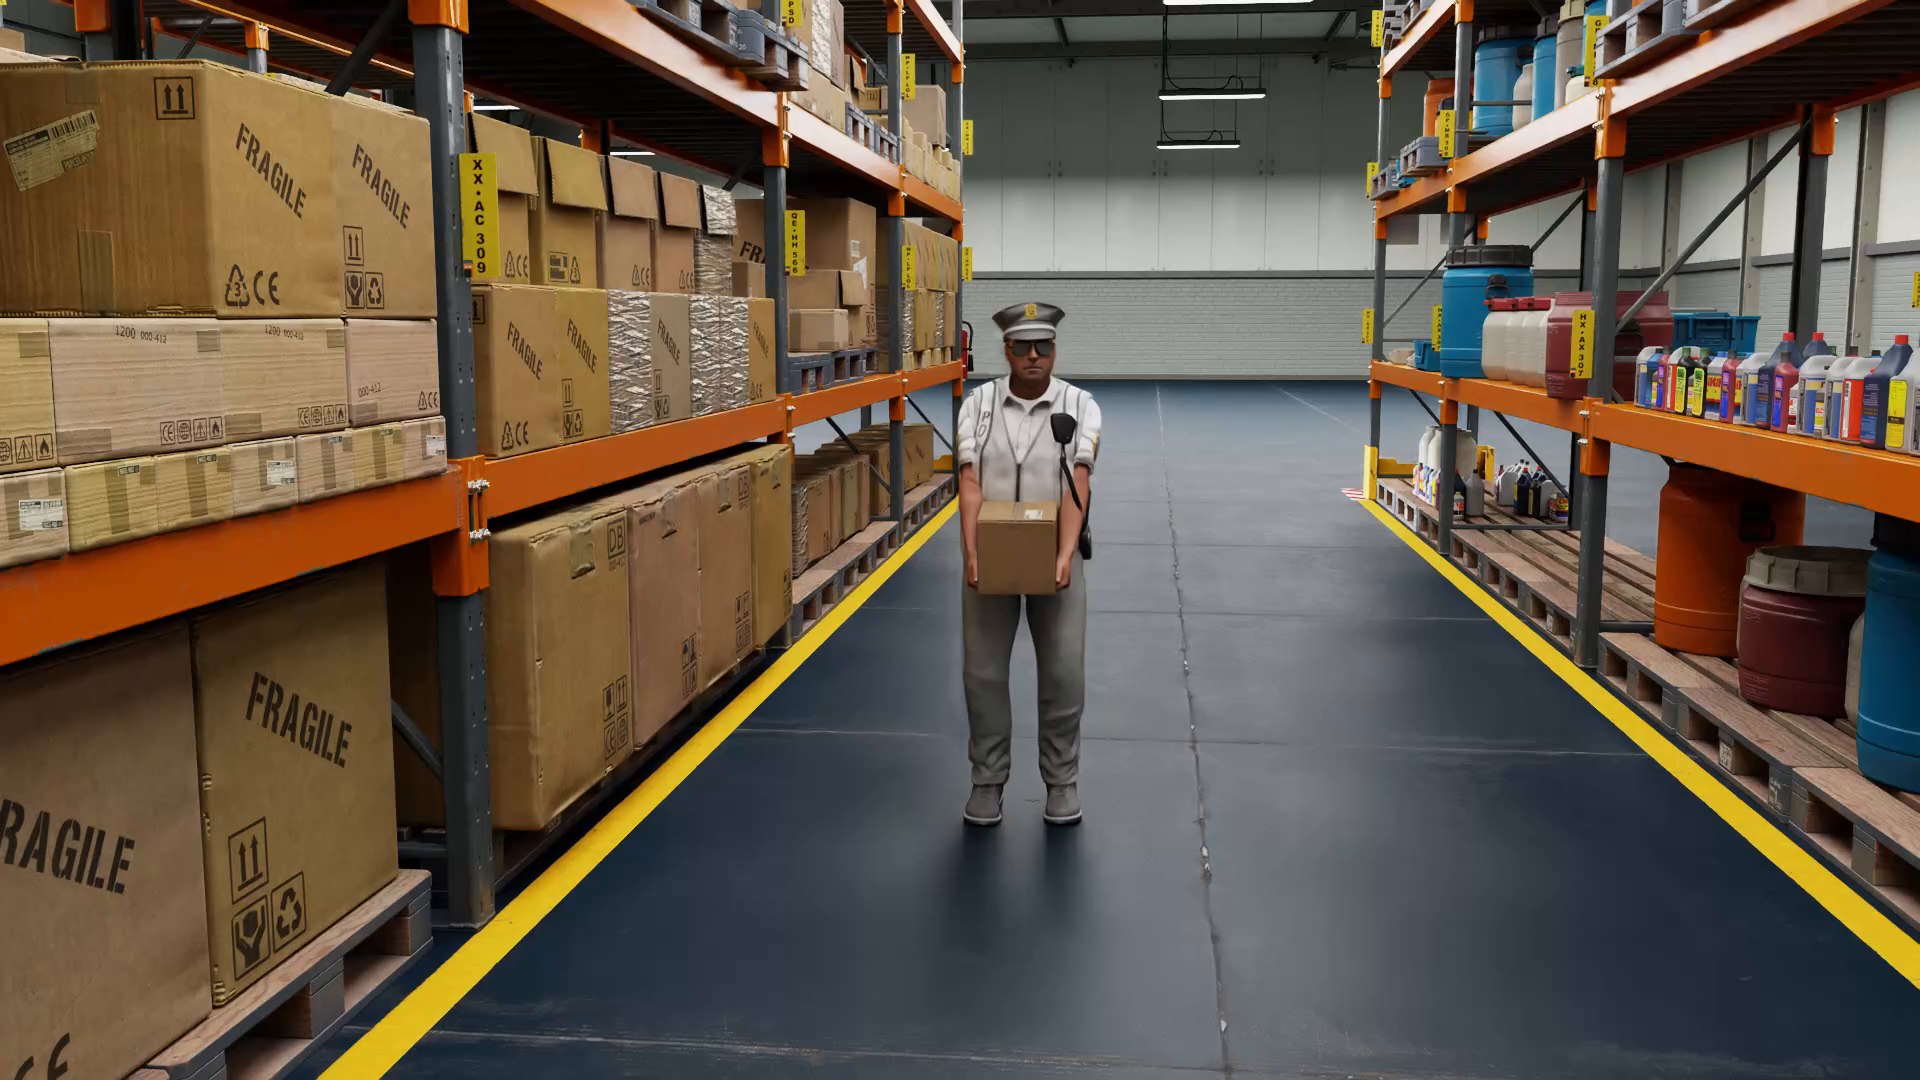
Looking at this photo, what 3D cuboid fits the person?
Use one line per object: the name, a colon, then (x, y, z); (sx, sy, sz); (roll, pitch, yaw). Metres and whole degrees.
person: (0.227, 0.081, 5.637); (0.490, 1.764, 0.575); (1, 8, 5)
